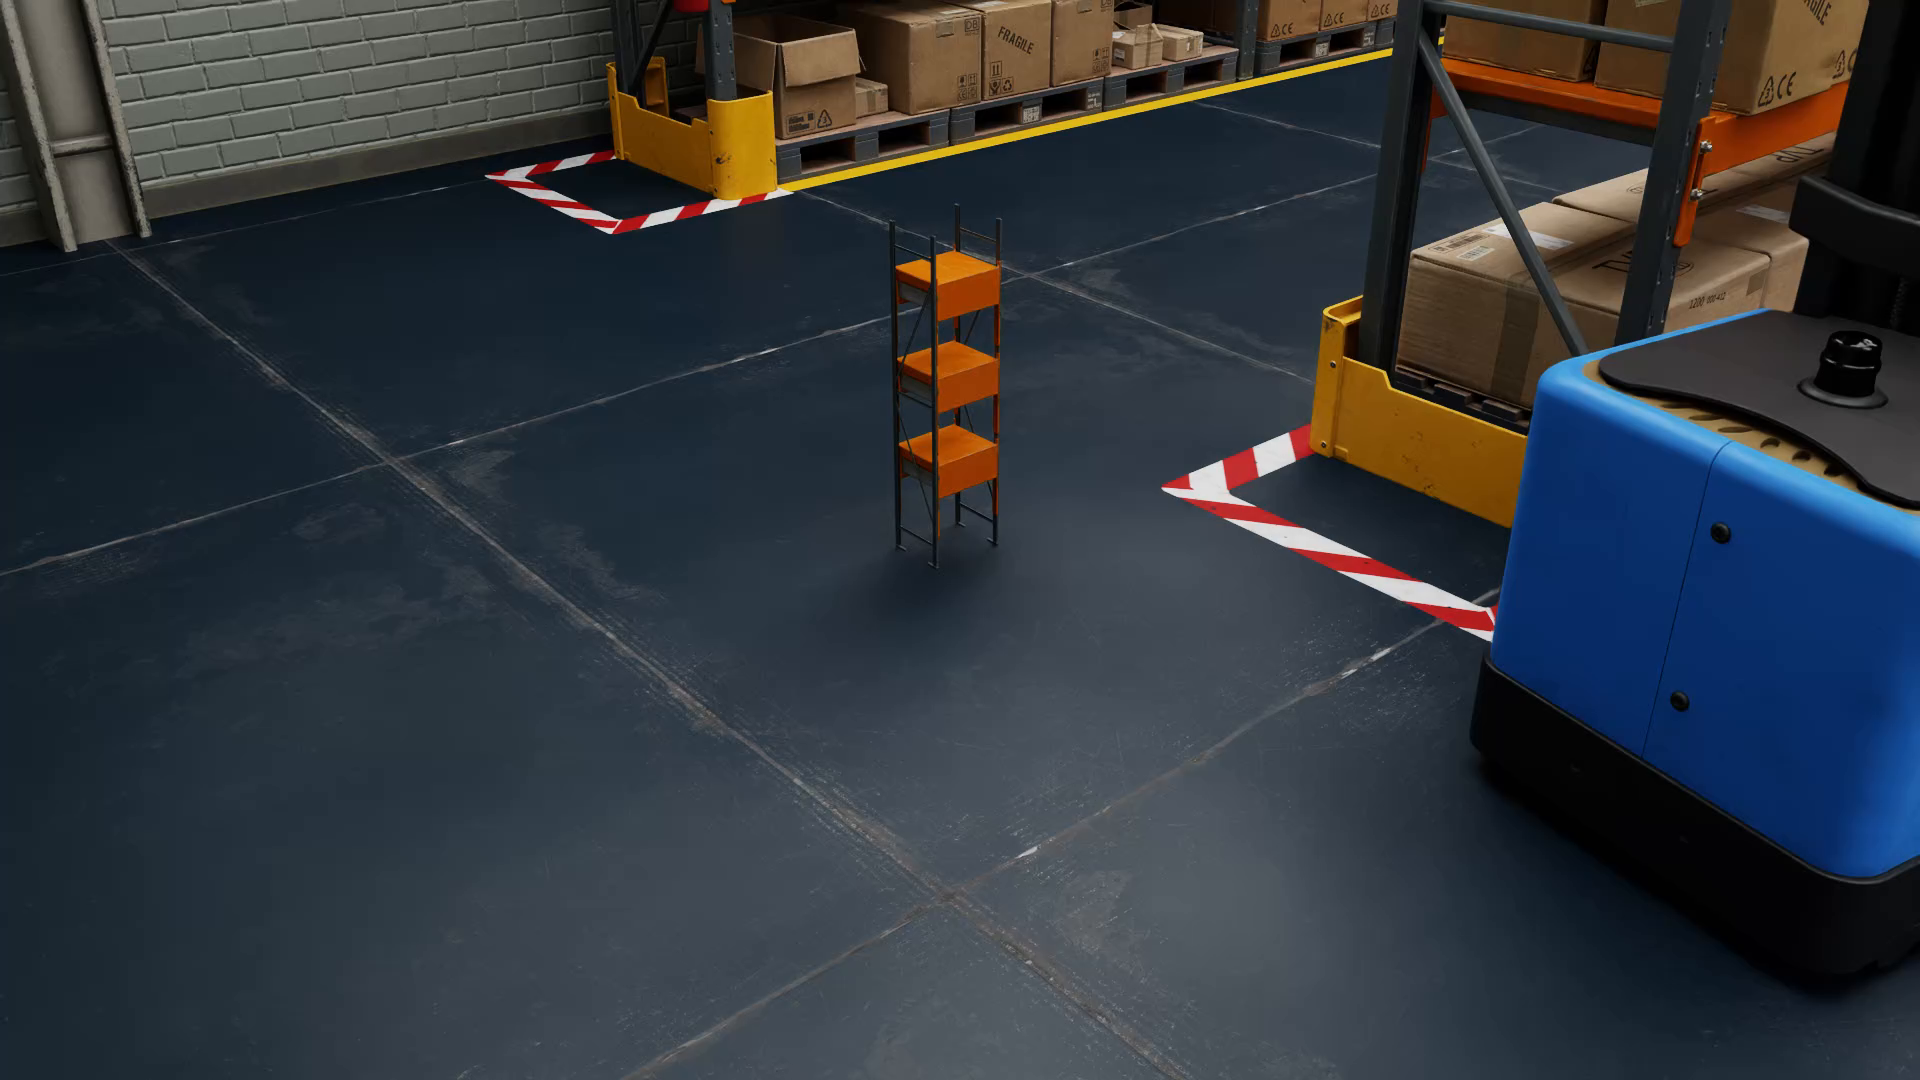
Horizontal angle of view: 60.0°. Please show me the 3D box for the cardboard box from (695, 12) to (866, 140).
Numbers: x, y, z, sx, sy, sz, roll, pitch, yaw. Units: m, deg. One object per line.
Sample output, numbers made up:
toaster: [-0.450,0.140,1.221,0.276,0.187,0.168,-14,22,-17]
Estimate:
cardboard box: [-0.965,-2.520,8.986,0.637,0.503,0.797,-24,36,-37]

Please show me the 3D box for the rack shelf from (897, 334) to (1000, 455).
rack shelf: [-0.041,-0.437,4.977,0.240,0.259,0.215,-22,35,-35]

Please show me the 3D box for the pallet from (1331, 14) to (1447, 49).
pallet: [3.074,-3.914,12.350,1.213,0.211,1.003,-22,35,-35]

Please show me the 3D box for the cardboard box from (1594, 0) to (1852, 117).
cardboard box: [2.284,-1.592,4.940,0.500,0.500,0.500,-22,35,-35]

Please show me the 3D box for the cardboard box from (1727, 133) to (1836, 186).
cardboard box: [3.547,-1.355,6.876,0.875,0.438,0.875,-23,36,-36]

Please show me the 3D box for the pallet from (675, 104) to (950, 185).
pallet: [-0.829,-2.320,9.368,1.213,0.211,1.003,-22,35,-35]

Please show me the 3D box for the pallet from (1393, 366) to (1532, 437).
pallet: [2.290,-0.547,6.049,1.213,0.211,1.003,-22,35,-35]

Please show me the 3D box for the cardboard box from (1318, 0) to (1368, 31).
cardboard box: [2.463,-3.823,11.427,0.500,0.500,0.500,-22,35,-36]

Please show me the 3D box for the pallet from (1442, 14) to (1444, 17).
pallet: [4.001,-4.285,13.045,1.213,0.211,1.003,-22,35,-35]

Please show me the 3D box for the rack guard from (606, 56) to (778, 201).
rack guard: [-1.434,-2.203,8.843,0.348,0.500,1.175,-22,35,-35]

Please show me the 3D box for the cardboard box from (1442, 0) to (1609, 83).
cardboard box: [1.927,-1.791,5.312,0.500,0.500,0.500,-22,35,-35]

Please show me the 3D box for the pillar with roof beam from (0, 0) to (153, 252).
pillar with roof beam: [-1.334,-3.883,2.969,0.400,9.000,9.100,-22,35,-35]

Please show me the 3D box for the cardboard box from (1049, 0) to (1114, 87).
cardboard box: [0.500,-3.084,10.044,0.500,0.500,0.700,-23,36,-37]

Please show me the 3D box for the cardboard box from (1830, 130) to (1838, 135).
cardboard box: [4.228,-1.629,7.389,0.875,0.438,0.875,-22,35,-36]

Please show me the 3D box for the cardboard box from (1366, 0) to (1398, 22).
cardboard box: [2.846,-3.974,11.710,0.500,0.500,0.500,-23,36,-36]

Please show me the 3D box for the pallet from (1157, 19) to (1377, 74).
pallet: [2.145,-3.539,11.648,1.213,0.211,1.003,-22,35,-35]

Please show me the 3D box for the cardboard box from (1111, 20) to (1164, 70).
cardboard box: [1.046,-3.101,10.325,0.258,0.266,0.396,-20,34,-33]

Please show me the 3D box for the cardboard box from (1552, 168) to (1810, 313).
cardboard box: [2.860,-1.080,6.361,0.875,0.438,0.875,-21,34,-34]

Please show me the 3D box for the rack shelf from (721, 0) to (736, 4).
rack shelf: [0.029,-3.577,9.525,4.000,0.370,1.077,-22,35,-35]

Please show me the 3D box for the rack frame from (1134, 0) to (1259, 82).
rack frame: [1.551,-4.506,10.500,0.127,3.000,1.000,-22,35,-35]

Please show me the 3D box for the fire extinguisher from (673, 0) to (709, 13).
fire extinguisher: [-1.304,-2.873,7.922,0.183,0.674,0.296,-22,35,-35]

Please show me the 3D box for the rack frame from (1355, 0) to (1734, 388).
rack frame: [1.732,-1.504,4.882,0.127,3.000,1.000,-22,35,-35]

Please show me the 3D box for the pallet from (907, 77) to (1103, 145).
pallet: [0.099,-2.691,10.063,1.213,0.211,1.003,-22,35,-35]

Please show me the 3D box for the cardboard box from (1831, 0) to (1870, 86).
cardboard box: [2.650,-1.757,5.249,0.500,0.500,0.500,-22,35,-36]

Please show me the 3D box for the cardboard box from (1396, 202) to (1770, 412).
cardboard box: [2.169,-0.797,5.832,0.875,0.438,0.875,-23,36,-37]

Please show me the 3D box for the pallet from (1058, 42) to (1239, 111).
pallet: [1.028,-3.067,10.765,1.213,0.211,1.003,-22,35,-35]

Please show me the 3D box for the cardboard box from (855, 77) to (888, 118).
cardboard box: [-0.617,-2.480,9.287,0.250,0.149,0.380,-24,36,-37]

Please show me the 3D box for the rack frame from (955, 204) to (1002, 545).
rack frame: [0.052,-0.484,5.042,0.008,1.050,0.200,-22,35,-35]

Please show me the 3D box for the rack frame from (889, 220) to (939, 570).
rack frame: [-0.134,-0.409,4.902,0.008,1.050,0.200,-22,35,-35]

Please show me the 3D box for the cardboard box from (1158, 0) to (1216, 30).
cardboard box: [1.732,-3.845,11.469,0.500,0.500,0.500,-22,35,-35]

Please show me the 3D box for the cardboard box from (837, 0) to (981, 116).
cardboard box: [-0.290,-2.766,9.450,0.500,0.500,0.700,-20,34,-33]

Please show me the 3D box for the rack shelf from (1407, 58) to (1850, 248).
rack shelf: [3.254,-1.799,6.196,4.000,0.370,1.077,-22,35,-35]

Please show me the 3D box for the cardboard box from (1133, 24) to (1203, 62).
cardboard box: [1.317,-3.158,10.557,0.250,0.149,0.380,-23,36,-36]

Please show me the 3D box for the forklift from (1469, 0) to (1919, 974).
forklift: [2.811,-0.887,3.799,3.031,2.935,1.130,-15,32,-26]

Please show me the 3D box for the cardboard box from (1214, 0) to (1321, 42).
cardboard box: [2.065,-3.656,11.116,0.500,0.500,0.500,-20,34,-33]

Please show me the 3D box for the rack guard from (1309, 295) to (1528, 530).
rack guard: [1.714,-0.394,5.457,0.348,0.500,1.175,-22,35,-35]

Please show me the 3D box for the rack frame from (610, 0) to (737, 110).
rack frame: [-1.492,-3.283,8.210,0.127,3.000,1.000,-22,35,-35]

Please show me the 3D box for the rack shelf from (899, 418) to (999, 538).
rack shelf: [-0.041,-0.192,5.108,0.240,0.259,0.215,-22,35,-35]

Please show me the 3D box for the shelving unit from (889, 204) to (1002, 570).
shelving unit: [-0.041,-0.447,4.972,0.252,1.050,0.215,-22,35,-35]

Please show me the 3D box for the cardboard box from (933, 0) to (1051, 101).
cardboard box: [0.177,-2.892,9.686,0.500,0.500,0.500,-21,35,-34]

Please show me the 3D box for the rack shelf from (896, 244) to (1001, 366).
rack shelf: [-0.041,-0.688,4.843,0.240,0.259,0.215,-22,35,-35]

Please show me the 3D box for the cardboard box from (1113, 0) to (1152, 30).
cardboard box: [0.895,-3.388,10.815,0.500,0.311,0.500,-20,34,-33]
